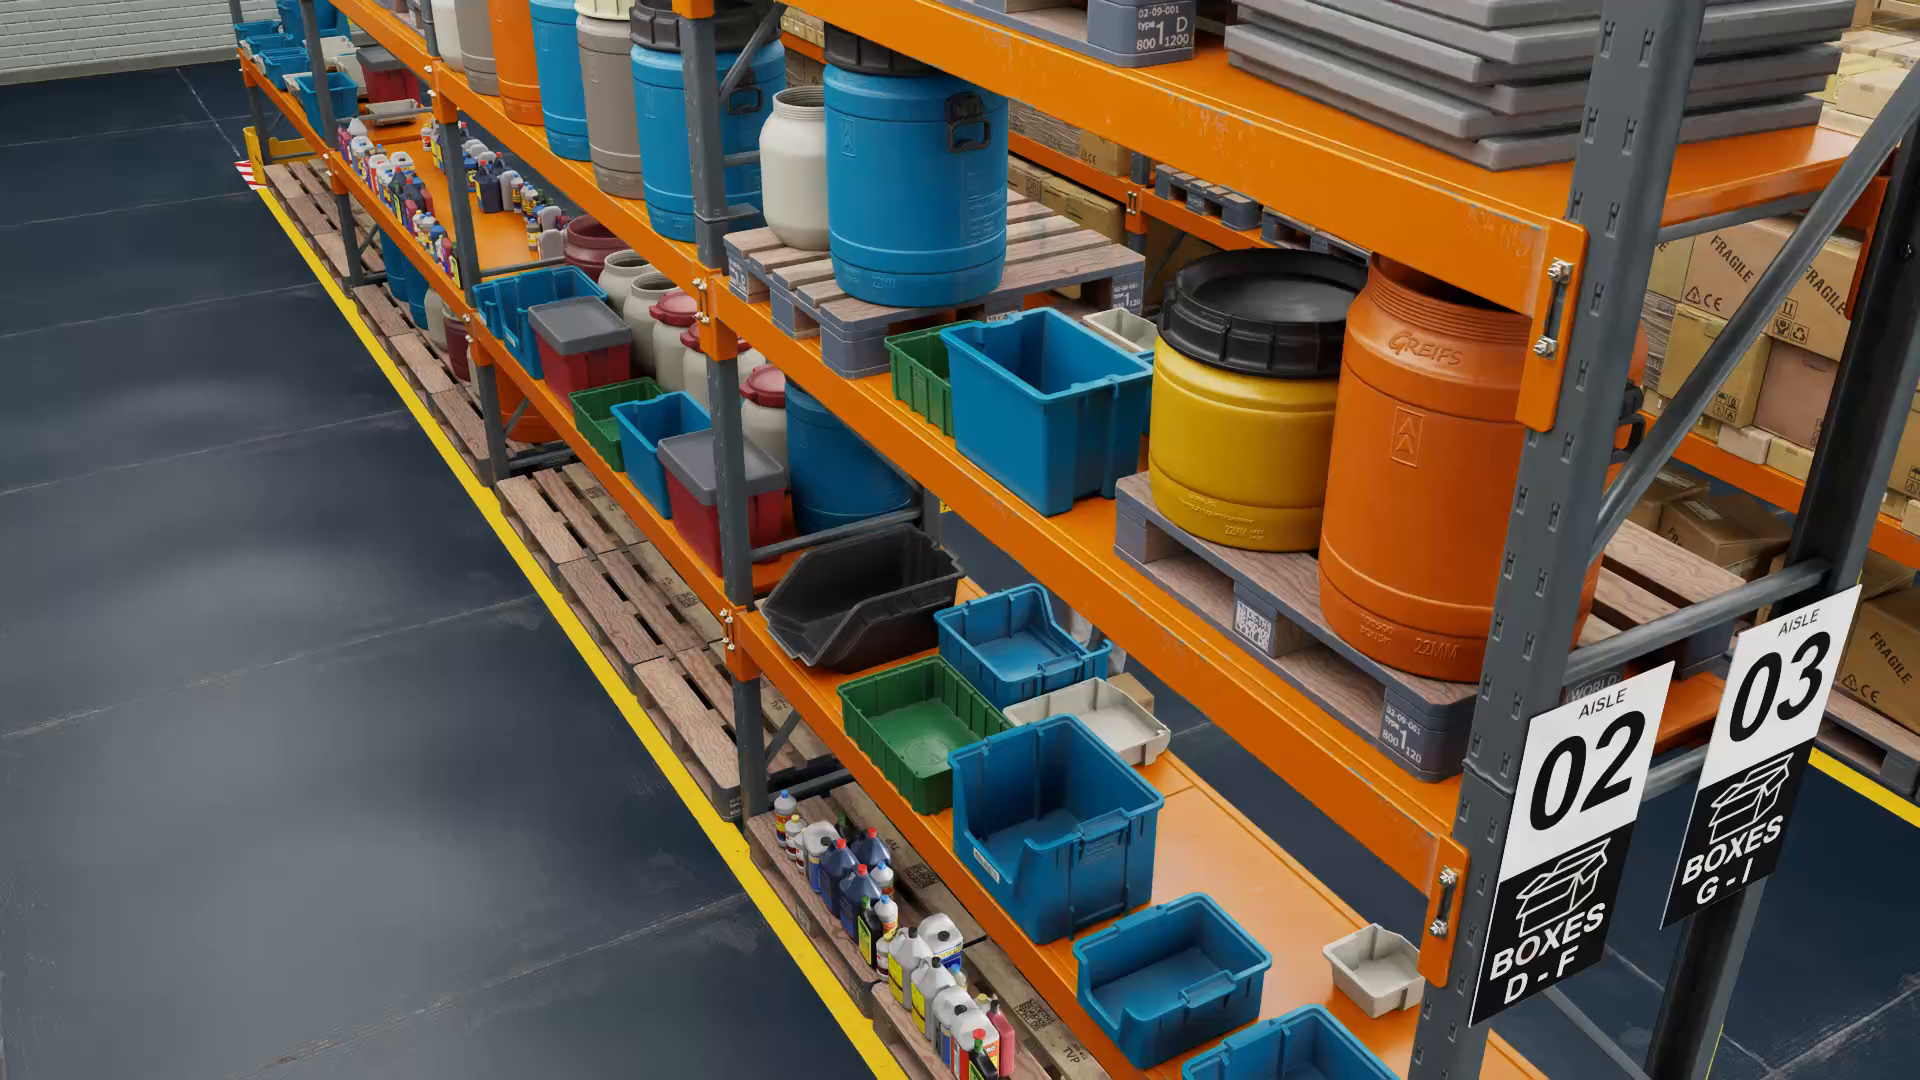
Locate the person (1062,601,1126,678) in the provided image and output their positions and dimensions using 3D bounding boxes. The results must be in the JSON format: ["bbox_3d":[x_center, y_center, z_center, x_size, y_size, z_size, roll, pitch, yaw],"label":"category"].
[{"bbox_3d":[0.697,0.139,8.309,0.509,1.671,0.366,-15,32,-25],"label":"person"}]
